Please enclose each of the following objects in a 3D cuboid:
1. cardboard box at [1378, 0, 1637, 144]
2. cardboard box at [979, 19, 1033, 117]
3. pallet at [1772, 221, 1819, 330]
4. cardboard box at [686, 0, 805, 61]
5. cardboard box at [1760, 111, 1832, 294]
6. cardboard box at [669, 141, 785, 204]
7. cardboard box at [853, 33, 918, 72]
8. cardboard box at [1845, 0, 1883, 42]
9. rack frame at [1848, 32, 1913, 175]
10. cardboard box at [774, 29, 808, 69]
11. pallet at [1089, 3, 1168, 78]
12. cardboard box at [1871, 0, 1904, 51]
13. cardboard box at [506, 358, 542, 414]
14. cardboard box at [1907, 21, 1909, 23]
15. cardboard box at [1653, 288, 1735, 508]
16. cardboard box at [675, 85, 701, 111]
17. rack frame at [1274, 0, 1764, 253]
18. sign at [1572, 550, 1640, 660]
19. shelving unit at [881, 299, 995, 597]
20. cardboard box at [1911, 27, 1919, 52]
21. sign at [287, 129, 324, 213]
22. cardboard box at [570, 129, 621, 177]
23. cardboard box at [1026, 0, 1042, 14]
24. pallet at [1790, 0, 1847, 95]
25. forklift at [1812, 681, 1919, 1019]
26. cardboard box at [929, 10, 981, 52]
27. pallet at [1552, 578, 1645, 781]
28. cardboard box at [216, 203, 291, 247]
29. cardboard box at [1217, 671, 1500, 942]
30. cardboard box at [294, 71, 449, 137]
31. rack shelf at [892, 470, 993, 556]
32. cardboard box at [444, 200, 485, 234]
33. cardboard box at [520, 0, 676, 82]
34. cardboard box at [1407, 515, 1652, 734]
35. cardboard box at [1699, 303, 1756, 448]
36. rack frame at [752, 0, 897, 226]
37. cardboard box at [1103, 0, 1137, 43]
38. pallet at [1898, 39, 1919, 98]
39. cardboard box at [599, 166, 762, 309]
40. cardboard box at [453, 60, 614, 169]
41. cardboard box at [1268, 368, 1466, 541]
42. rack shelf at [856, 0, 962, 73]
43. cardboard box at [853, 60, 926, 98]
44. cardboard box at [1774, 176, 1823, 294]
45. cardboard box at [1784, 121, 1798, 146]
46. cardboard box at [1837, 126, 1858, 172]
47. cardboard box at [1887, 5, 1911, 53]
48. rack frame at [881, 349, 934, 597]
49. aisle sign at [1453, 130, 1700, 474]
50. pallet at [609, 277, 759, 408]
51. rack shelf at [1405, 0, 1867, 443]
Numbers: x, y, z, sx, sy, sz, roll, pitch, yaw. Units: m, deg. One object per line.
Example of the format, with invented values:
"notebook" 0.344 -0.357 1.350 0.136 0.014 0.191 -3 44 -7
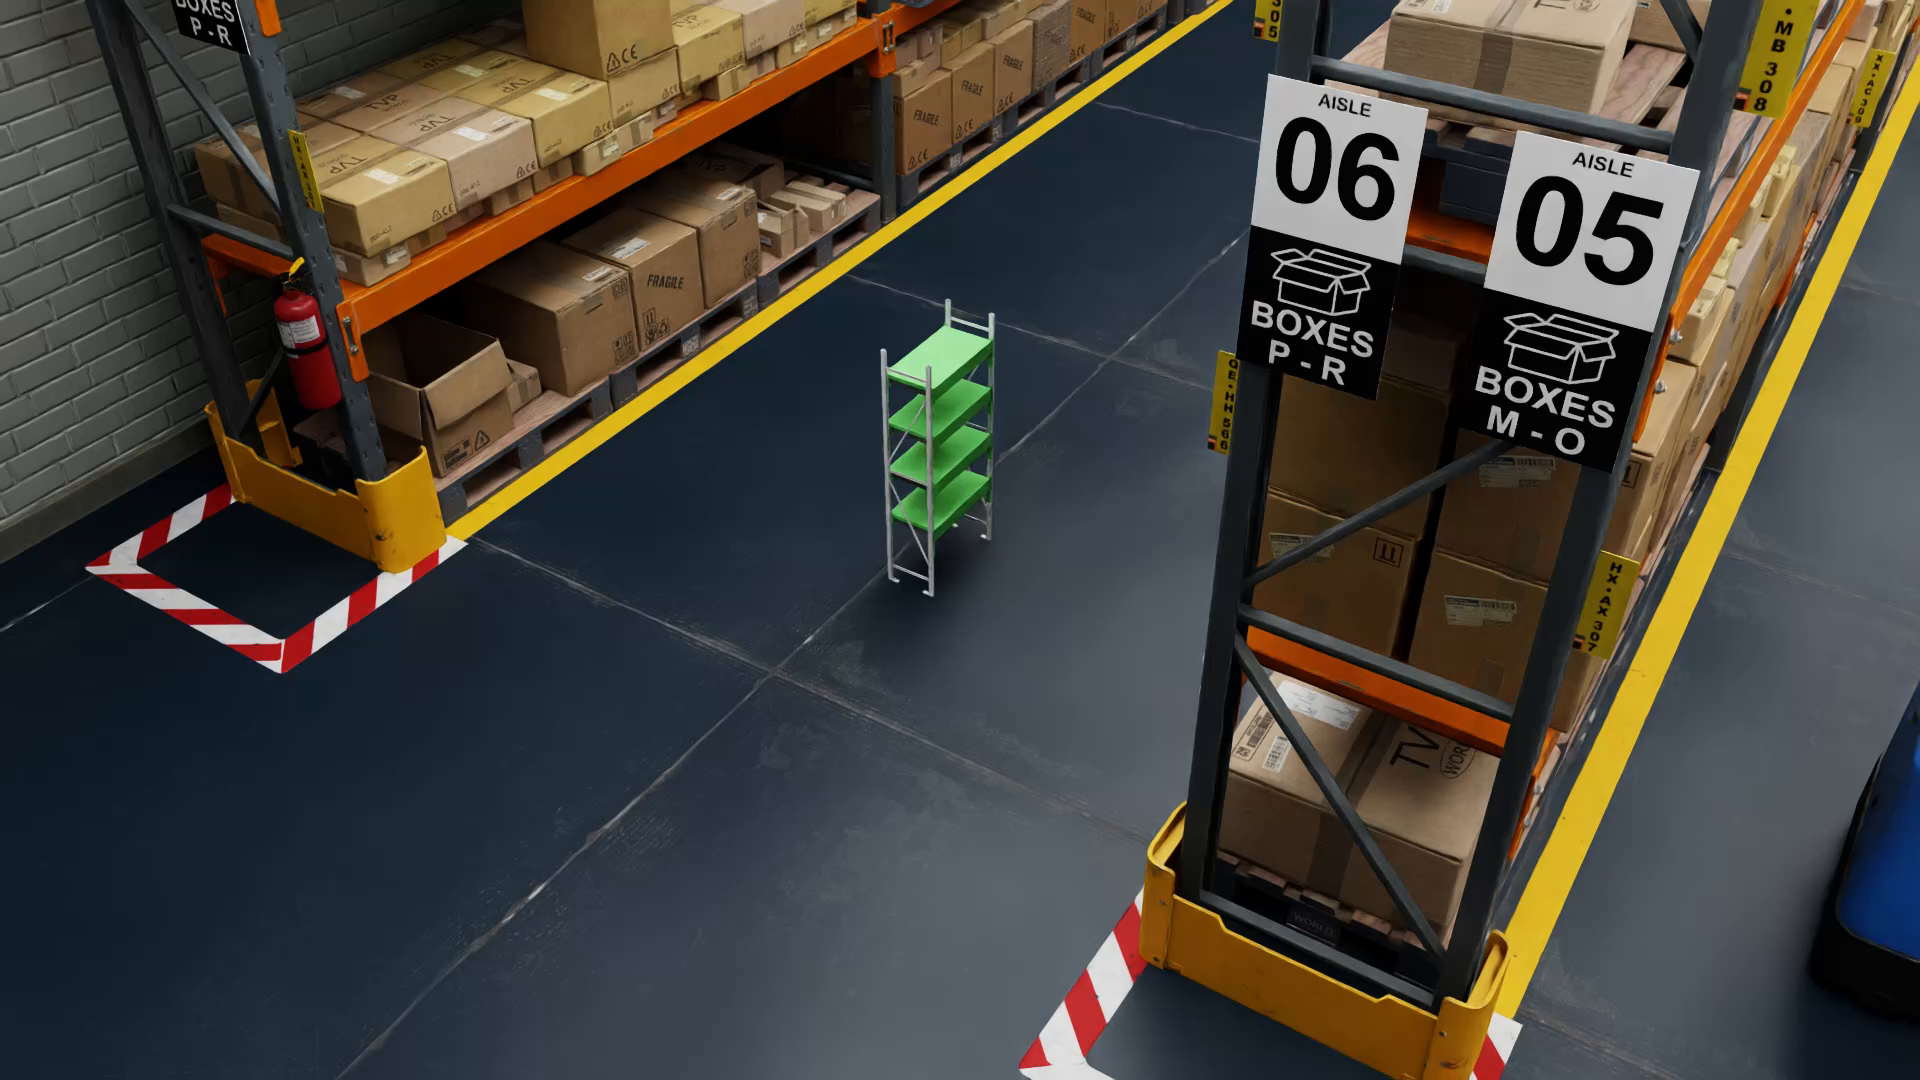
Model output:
"cardboard box" 1.367 -1.235 4.135 0.500 0.250 0.500 17 41 21
"cardboard box" 0.149 -3.208 11.158 0.500 0.500 0.500 20 42 24
"pallet" 4.347 -1.650 9.718 1.003 0.211 1.213 21 42 25
"cardboard box" -1.171 -2.776 8.773 0.500 0.250 0.500 21 42 25
"cardboard box" 2.782 -1.278 6.051 0.500 0.500 0.500 22 43 26
"cardboard box" -1.402 -2.161 9.954 0.500 0.311 0.500 23 43 27
"cardboard box" -0.483 -2.991 10.102 0.380 0.149 0.250 20 42 24
"cardboard box" 3.449 -2.131 6.625 0.380 0.149 0.250 20 42 24
"rack frame" 5.488 -3.763 10.174 1.000 3.000 0.127 21 42 25
"cardboard box" -1.046 -2.693 8.992 0.380 0.149 0.250 22 43 26
"pallet" 0.863 -3.908 12.646 1.003 0.211 1.213 21 42 25
"cardboard box" 3.823 -2.269 7.336 0.500 0.500 0.500 22 43 26
"cardboard box" -2.323 -0.788 8.307 0.380 0.149 0.250 19 42 23
"cardboard box" 4.892 -2.835 9.094 0.500 0.250 0.500 21 42 25
"cardboard box" 1.970 -0.497 5.037 0.500 0.500 0.500 20 42 24
"cardboard box" -1.555 -2.329 8.520 0.380 0.149 0.250 22 43 26
"rack frame" 1.202 -2.015 2.993 1.000 3.000 0.127 21 42 25
"sign" 1.667 0.172 4.297 0.100 0.325 0.005 21 42 25
"shelving unit" -0.089 -0.390 7.273 0.258 1.200 0.503 21 42 25
"cardboard box" 6.599 -3.949 12.224 0.950 0.372 0.625 23 43 27
"sign" -2.533 -1.426 6.434 0.100 0.325 0.005 21 42 25
"cardboard box" -1.851 -1.889 7.949 0.380 0.149 0.250 20 42 24
"cardboard box" 0.335 -3.696 11.260 0.380 0.149 0.250 21 42 25
"pallet" 2.243 -1.809 5.256 1.003 0.211 1.213 21 42 25
"forklift" 4.461 0.615 4.552 3.031 2.935 1.130 22 43 26
"cardboard box" -0.085 -3.304 10.751 0.380 0.149 0.250 20 42 24
"pallet" 2.219 0.401 7.056 1.003 0.211 1.213 21 42 25
"cardboard box" -3.040 -1.420 7.340 0.380 0.149 0.250 21 42 25
"cardboard box" 1.471 0.837 5.962 0.875 0.438 0.875 20 42 24
"cardboard box" -2.692 -1.908 7.648 0.500 0.250 0.500 21 42 25
"rack shelf" -0.089 -0.149 7.459 0.258 0.148 0.480 21 42 25
"cardboard box" -2.375 -1.534 7.489 0.380 0.149 0.250 21 42 25
"cardboard box" -1.717 -2.535 7.847 0.500 0.500 0.500 22 43 26
"cardboard box" 1.701 0.168 4.993 0.500 0.500 0.500 21 42 25
"cardboard box" 2.491 -0.622 6.018 0.500 0.500 0.500 23 43 27
"rack frame" -0.848 -3.323 9.603 1.000 3.000 0.127 21 42 25
"cardboard box" 0.973 -4.018 12.209 0.500 0.500 0.500 21 42 24
"pallet" 6.562 -3.687 12.360 1.003 0.211 1.213 21 42 25
"cardboard box" -1.537 -1.684 9.181 0.700 0.500 0.500 20 42 23
"cardboard box" -1.982 -1.987 7.750 0.500 0.250 0.500 20 42 24
"cardboard box" 1.259 -0.401 4.912 0.500 0.500 0.500 23 43 27
"rack shelf" 0.223 -4.069 11.160 1.077 0.370 4.000 21 42 25
"cardboard box" -0.431 -2.854 10.167 0.380 0.149 0.250 23 43 27
"cardboard box" 3.312 -1.418 7.050 0.500 0.500 0.500 22 43 26
"cardboard box" 2.591 -1.361 5.626 0.380 0.149 0.250 21 42 25
"cardboard box" 4.079 -2.049 8.074 0.500 0.250 0.500 20 42 24
"cardboard box" 4.367 -2.503 8.254 0.500 0.250 0.500 22 43 26
"rack frame" -0.219 -0.264 7.110 0.240 1.200 0.015 21 42 25
"aisle sign" 1.408 -0.536 3.860 0.394 0.787 0.004 21 42 25
"pallet" -1.870 -1.233 9.177 1.003 0.211 1.213 21 42 25
"rack shelf" 2.273 -1.573 5.466 1.077 0.370 4.000 21 42 25
